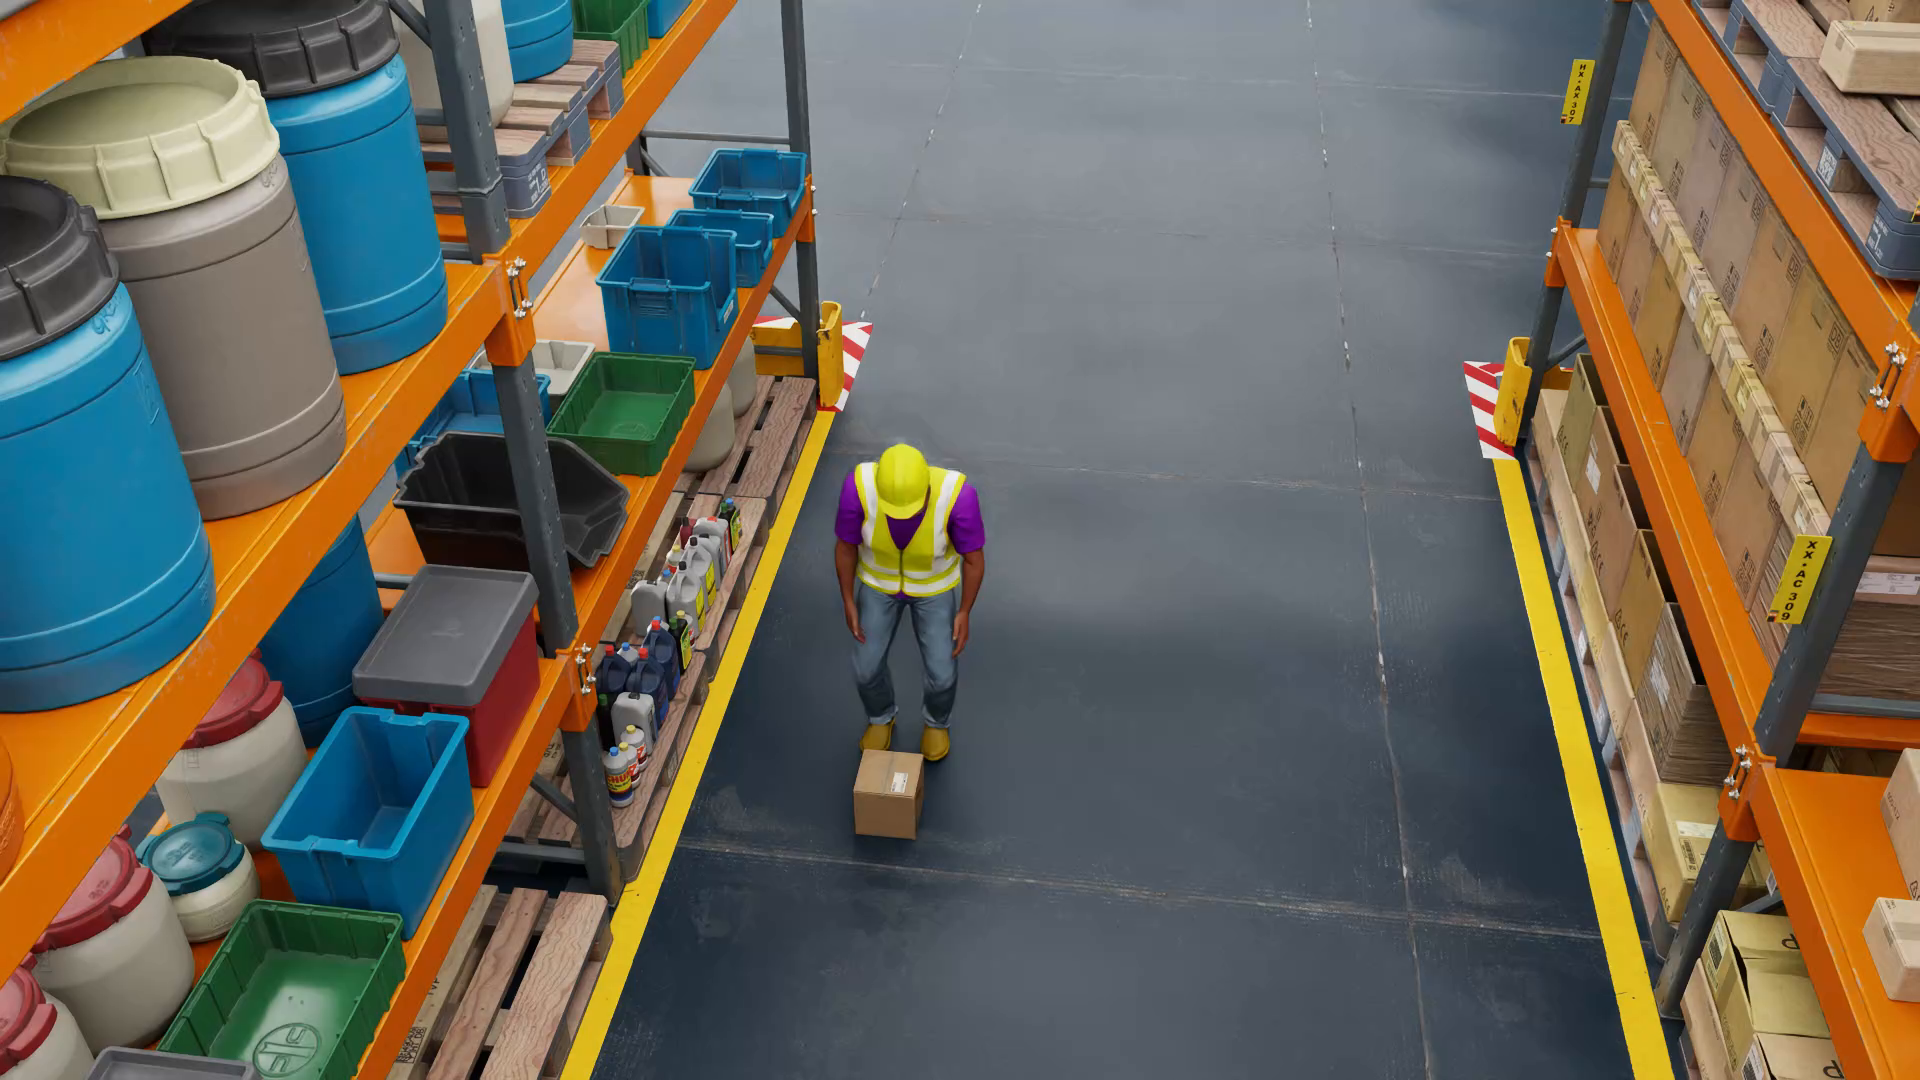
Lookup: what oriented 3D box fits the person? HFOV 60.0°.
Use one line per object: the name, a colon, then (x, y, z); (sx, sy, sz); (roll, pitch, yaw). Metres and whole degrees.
person: (-0.199, 0.227, 6.822); (0.613, 1.633, 0.577); (5, 36, 7)
